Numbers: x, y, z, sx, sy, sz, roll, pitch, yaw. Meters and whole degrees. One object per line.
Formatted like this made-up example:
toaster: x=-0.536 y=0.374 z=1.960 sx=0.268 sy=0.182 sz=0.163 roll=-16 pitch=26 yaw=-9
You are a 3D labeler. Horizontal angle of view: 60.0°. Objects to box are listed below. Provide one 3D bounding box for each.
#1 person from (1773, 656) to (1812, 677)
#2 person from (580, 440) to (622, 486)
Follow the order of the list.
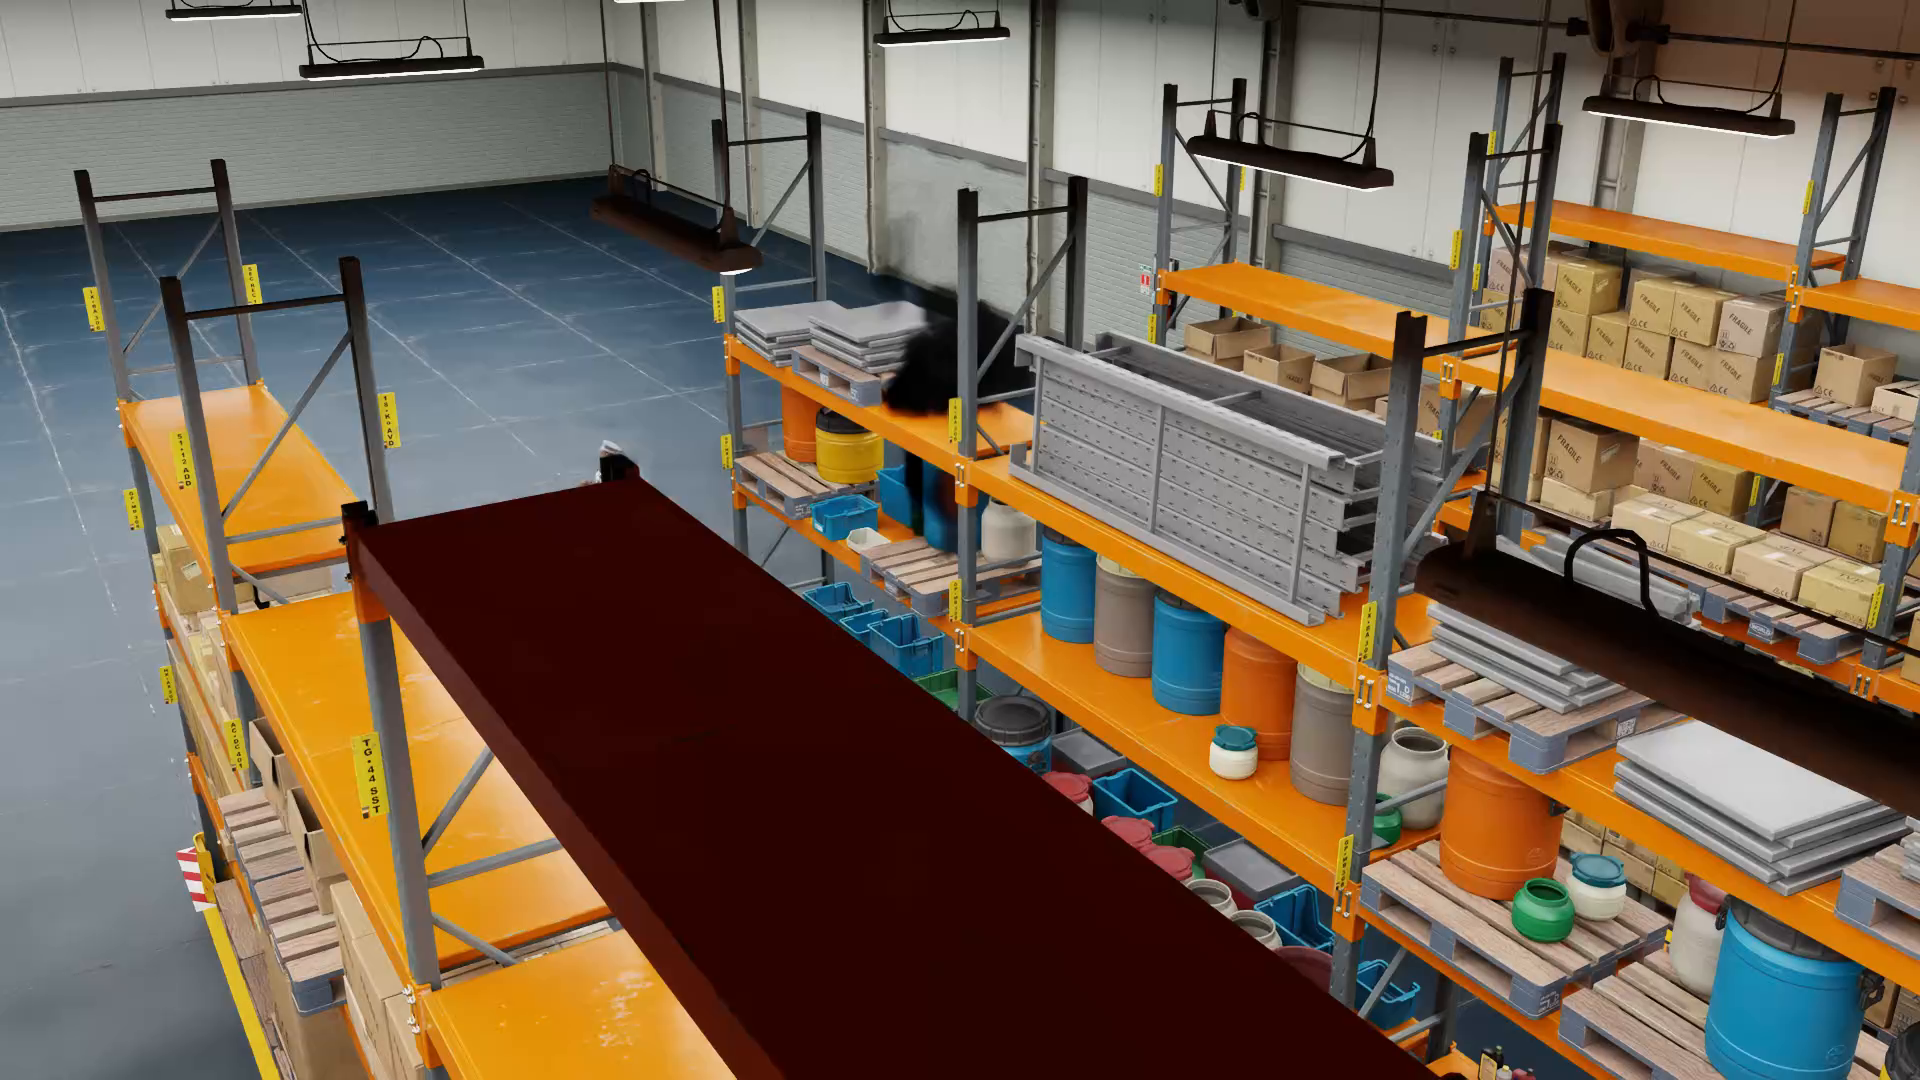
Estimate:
person: x=7.411 y=1.560 z=15.316 sx=0.581 sy=1.626 sz=0.530 roll=-17 pitch=27 yaw=-36
person: x=-4.234 y=-0.380 z=20.095 sx=0.665 sy=1.731 sz=0.555 roll=-4 pitch=22 yaw=-11
